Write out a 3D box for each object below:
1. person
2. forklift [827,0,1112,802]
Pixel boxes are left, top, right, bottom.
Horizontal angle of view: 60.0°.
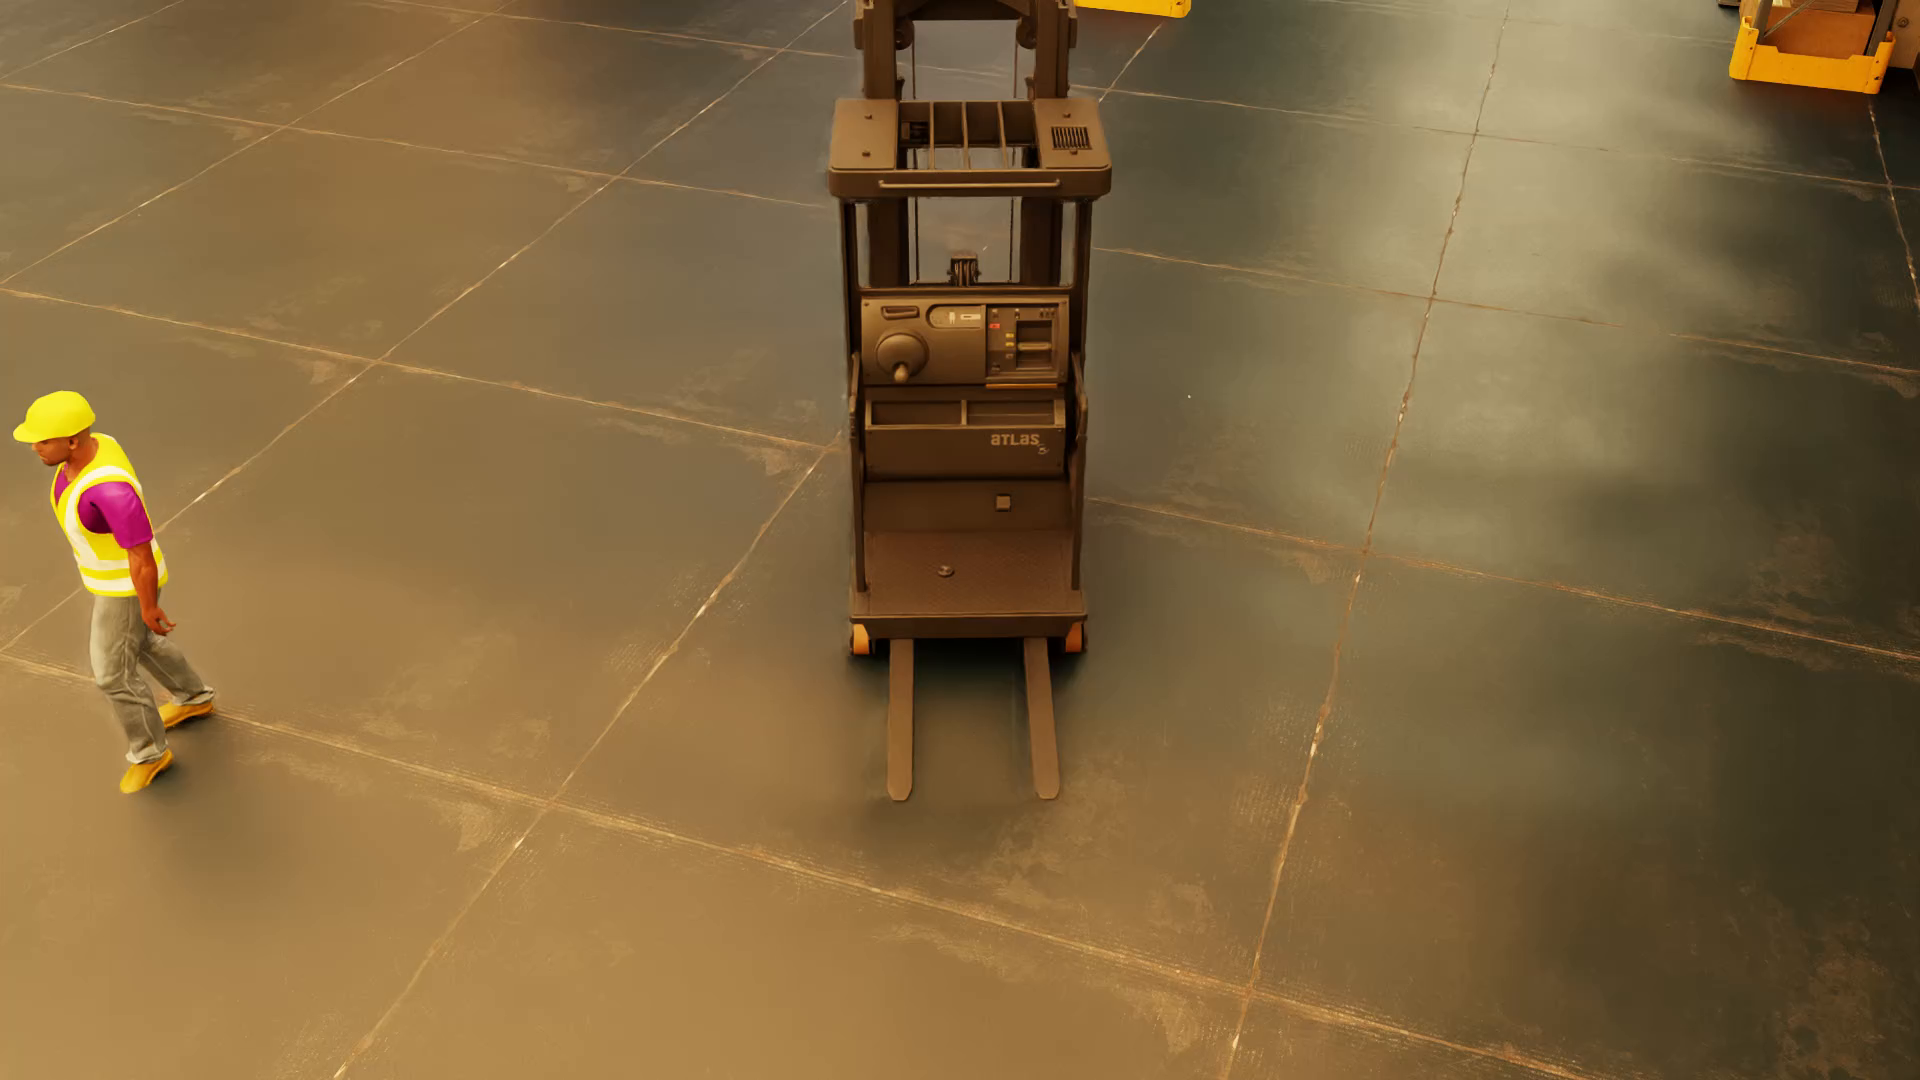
[{"bbox_3d":[-3.555,0.192,6.913,0.538,1.801,0.663,-21,40,-27],"label":"person"},{"bbox_3d":[0.031,-0.833,7.285,1.130,2.935,3.031,-1,35,-1],"label":"forklift"}]
